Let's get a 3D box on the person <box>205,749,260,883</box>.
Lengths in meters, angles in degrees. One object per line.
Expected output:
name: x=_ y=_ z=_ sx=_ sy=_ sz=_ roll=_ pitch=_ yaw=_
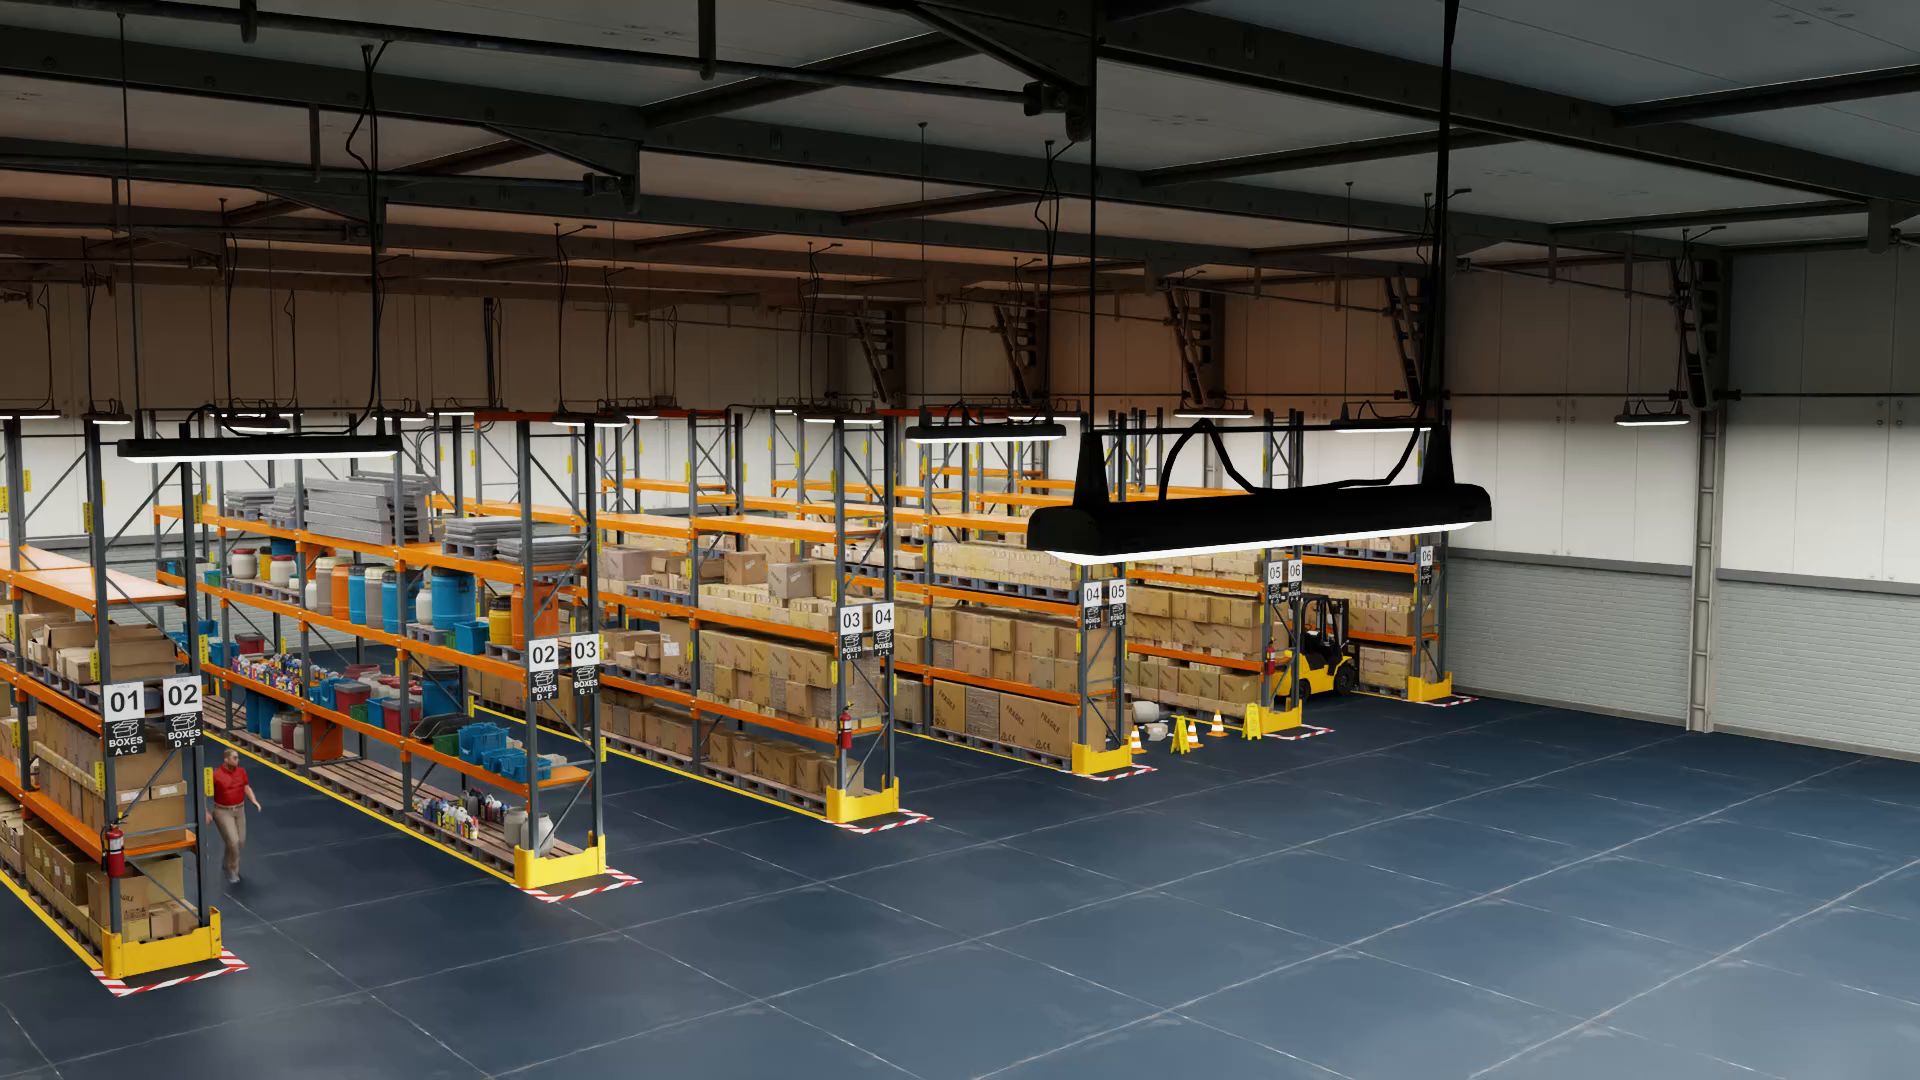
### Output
person: x=-9.531 y=3.628 z=21.762 sx=0.664 sy=1.790 sz=0.631 roll=3 pitch=6 yaw=29
